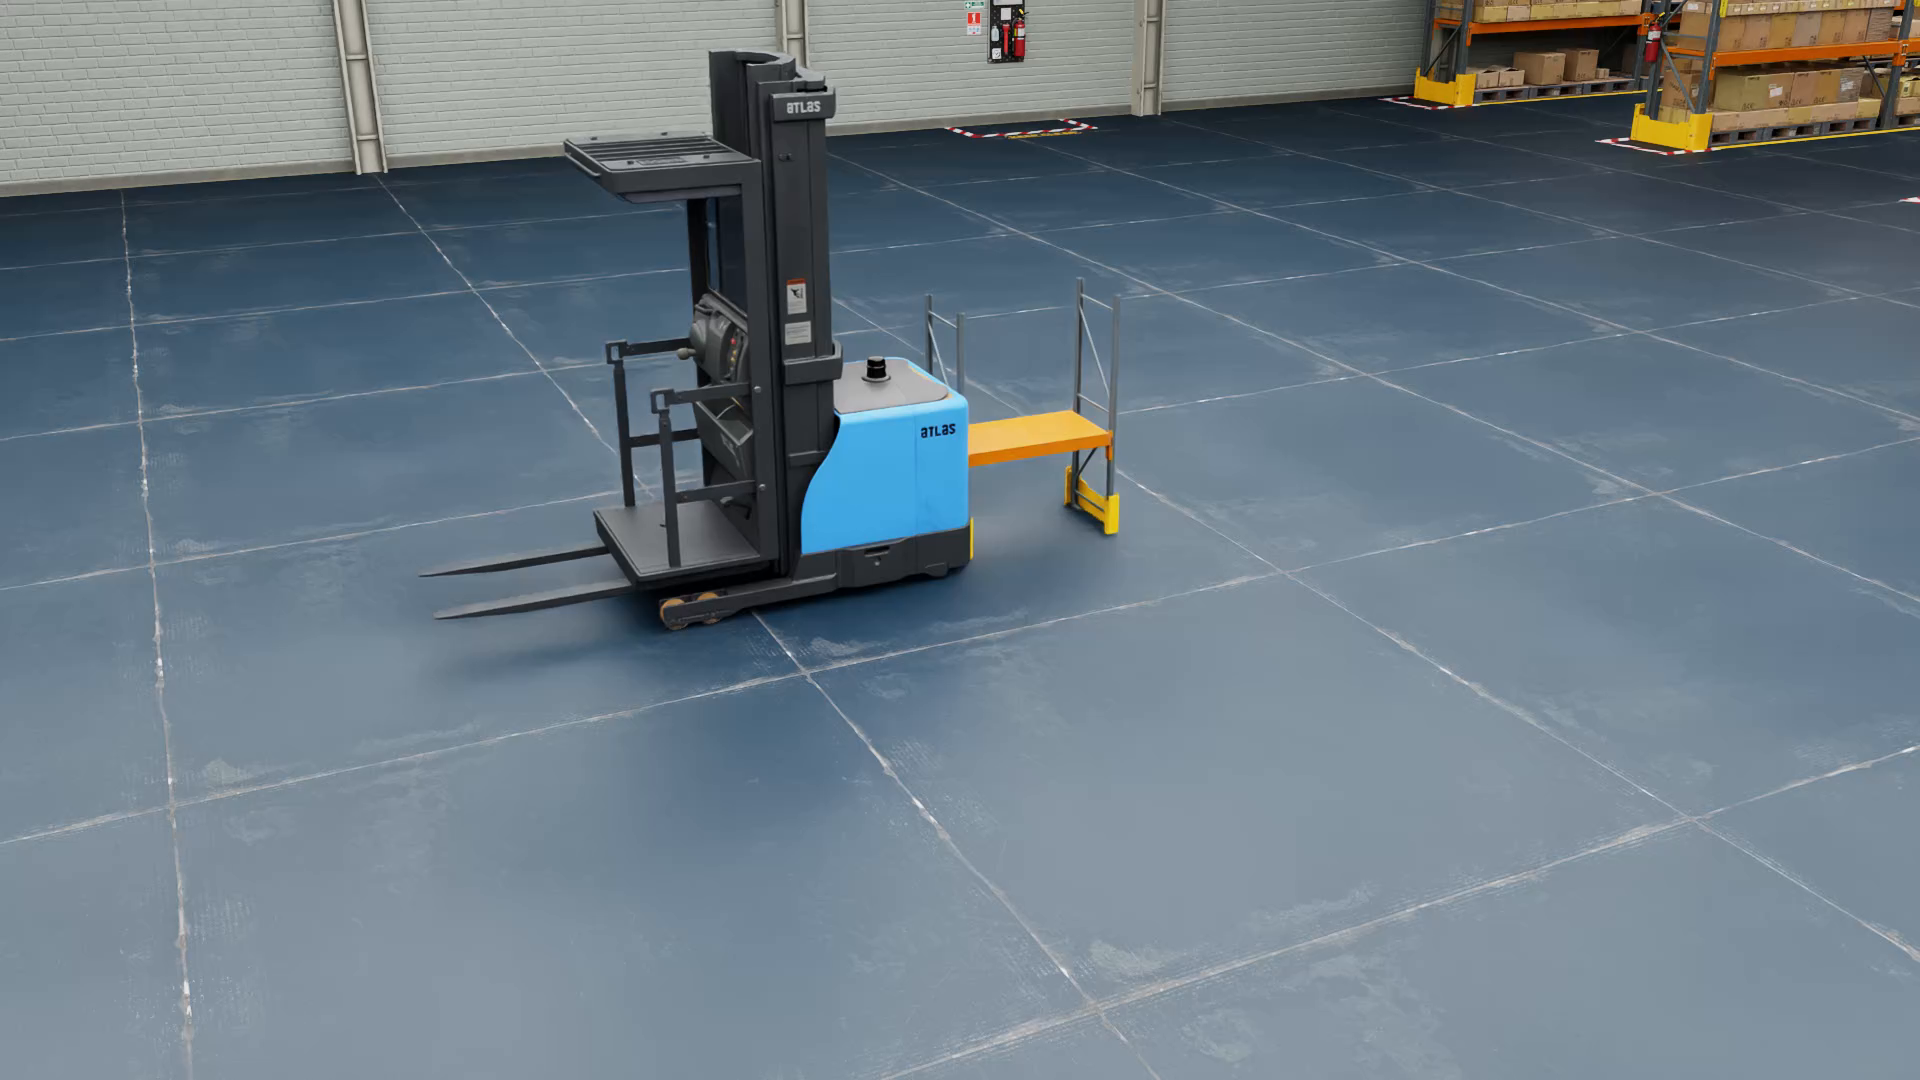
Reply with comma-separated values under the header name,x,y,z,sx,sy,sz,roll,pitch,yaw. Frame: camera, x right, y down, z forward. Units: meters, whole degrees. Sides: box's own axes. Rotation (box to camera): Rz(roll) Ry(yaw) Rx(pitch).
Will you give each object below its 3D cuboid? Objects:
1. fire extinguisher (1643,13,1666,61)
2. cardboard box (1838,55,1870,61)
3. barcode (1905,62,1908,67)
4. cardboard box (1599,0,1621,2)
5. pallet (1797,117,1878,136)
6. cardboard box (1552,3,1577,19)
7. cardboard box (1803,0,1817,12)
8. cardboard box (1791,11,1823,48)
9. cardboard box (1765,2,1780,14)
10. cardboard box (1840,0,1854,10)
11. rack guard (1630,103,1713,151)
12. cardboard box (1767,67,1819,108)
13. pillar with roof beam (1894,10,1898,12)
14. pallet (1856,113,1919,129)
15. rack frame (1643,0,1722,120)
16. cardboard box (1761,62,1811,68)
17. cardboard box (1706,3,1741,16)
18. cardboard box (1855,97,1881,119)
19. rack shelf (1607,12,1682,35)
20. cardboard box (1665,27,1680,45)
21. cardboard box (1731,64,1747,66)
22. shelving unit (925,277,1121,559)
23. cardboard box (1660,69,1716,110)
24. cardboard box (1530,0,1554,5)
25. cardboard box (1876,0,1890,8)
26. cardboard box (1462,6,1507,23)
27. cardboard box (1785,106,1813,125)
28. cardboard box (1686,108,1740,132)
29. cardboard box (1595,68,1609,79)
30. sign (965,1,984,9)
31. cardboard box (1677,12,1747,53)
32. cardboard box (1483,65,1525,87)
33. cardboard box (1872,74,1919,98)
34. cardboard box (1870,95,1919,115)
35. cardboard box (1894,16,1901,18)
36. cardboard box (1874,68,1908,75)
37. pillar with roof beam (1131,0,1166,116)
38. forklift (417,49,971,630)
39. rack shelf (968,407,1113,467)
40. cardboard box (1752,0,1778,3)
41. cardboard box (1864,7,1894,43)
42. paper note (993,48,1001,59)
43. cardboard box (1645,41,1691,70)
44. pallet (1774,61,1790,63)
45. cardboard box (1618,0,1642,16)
name,x,y,z,sx,sy,sz,roll,pitch,yaw
fire extinguisher,9.993,-7.245,23.931,0.183,0.674,0.296,-10,25,-24
cardboard box,16.869,-9.594,31.768,0.750,0.750,0.750,-11,25,-24
barcode,14.315,-7.194,25.146,0.075,0.075,0.001,-10,25,-24
cardboard box,11.014,-9.527,28.533,0.500,0.500,0.500,-11,25,-24
pallet,13.170,-6.398,25.430,1.213,0.211,1.003,-10,25,-24
cardboard box,10.106,-9.015,28.276,0.500,0.250,0.500,-10,25,-23
cardboard box,12.133,-7.732,24.027,0.250,0.149,0.380,-10,25,-23
cardboard box,12.120,-7.517,24.357,0.500,0.500,0.700,-10,24,-22
cardboard box,11.438,-7.604,23.718,0.250,0.149,0.380,-11,25,-24
cardboard box,12.835,-7.862,24.343,0.250,0.149,0.380,-11,25,-24
rack guard,10.279,-5.981,24.046,0.348,0.500,1.175,-10,25,-24
cardboard box,12.233,-6.670,24.508,0.500,0.500,0.500,-10,25,-24
pillar with roof beam,21.084,-12.540,28.778,0.400,9.000,9.100,-10,25,-24
pallet,14.552,-6.651,26.041,1.213,0.211,1.003,-10,25,-24
rack frame,10.300,-7.140,23.577,0.127,3.000,1.000,-10,25,-24
cardboard box,12.450,-6.939,25.156,0.500,0.500,0.500,-10,25,-24
cardboard box,10.747,-7.477,23.412,0.250,0.149,0.380,-11,25,-24
cardboard box,13.582,-6.575,25.258,0.500,0.250,0.500,-10,25,-24
rack shelf,13.555,-9.510,30.242,4.000,0.370,1.077,-10,25,-24
cardboard box,12.804,-9.107,30.042,0.500,0.250,0.500,-11,25,-25
cardboard box,14.216,-9.039,30.858,0.500,0.500,0.700,-10,25,-24
shelving unit,0.380,-0.757,10.118,1.083,1.500,0.587,-10,24,-22
cardboard box,10.655,-6.602,24.342,0.500,0.500,0.500,-10,25,-24
cardboard box,9.627,-9.271,27.914,0.500,0.500,0.500,-11,25,-25
cardboard box,13.529,-7.990,24.652,0.250,0.149,0.380,-11,25,-25
cardboard box,8.726,-8.758,27.656,0.500,0.250,0.500,-11,25,-25
cardboard box,12.232,-6.324,24.652,0.500,0.250,0.500,-10,25,-24
cardboard box,10.880,-6.076,24.053,0.500,0.250,0.500,-10,25,-24
cardboard box,11.284,-8.305,29.521,0.250,0.166,0.380,-14,26,-30
sign,0.220,-8.072,25.088,0.331,0.109,0.001,-10,25,-24
cardboard box,10.727,-7.259,23.735,0.500,0.500,0.700,-10,25,-24
cardboard box,9.325,-7.986,28.561,0.500,0.311,0.500,-8,24,-19
cardboard box,14.385,-6.969,25.477,0.500,0.311,0.500,-10,25,-23
cardboard box,14.376,-6.709,25.581,0.500,0.250,0.500,-11,25,-25
cardboard box,14.617,-7.951,25.711,0.258,0.266,0.396,-11,25,-25
cardboard box,14.611,-7.241,26.133,0.500,0.311,0.500,-10,24,-22
pillar with roof beam,4.865,-9.554,21.565,0.400,9.000,9.100,-10,25,-24
forklift,-1.501,-1.094,9.062,3.031,2.935,1.130,-10,24,-22
rack shelf,0.372,-0.589,10.183,1.000,0.185,0.538,-10,24,-22
cardboard box,11.246,-7.957,23.723,0.500,0.500,0.700,-11,25,-25
cardboard box,13.508,-7.774,24.978,0.500,0.500,0.700,-11,25,-25
paper note,0.565,-7.456,25.493,0.142,0.148,0.016,-10,25,-24
cardboard box,12.853,-8.789,30.254,0.500,0.500,0.700,-11,25,-25
pallet,16.100,-8.990,31.692,1.213,0.211,1.003,-10,25,-24
cardboard box,11.458,-9.267,28.886,0.500,0.250,0.500,-10,25,-23
